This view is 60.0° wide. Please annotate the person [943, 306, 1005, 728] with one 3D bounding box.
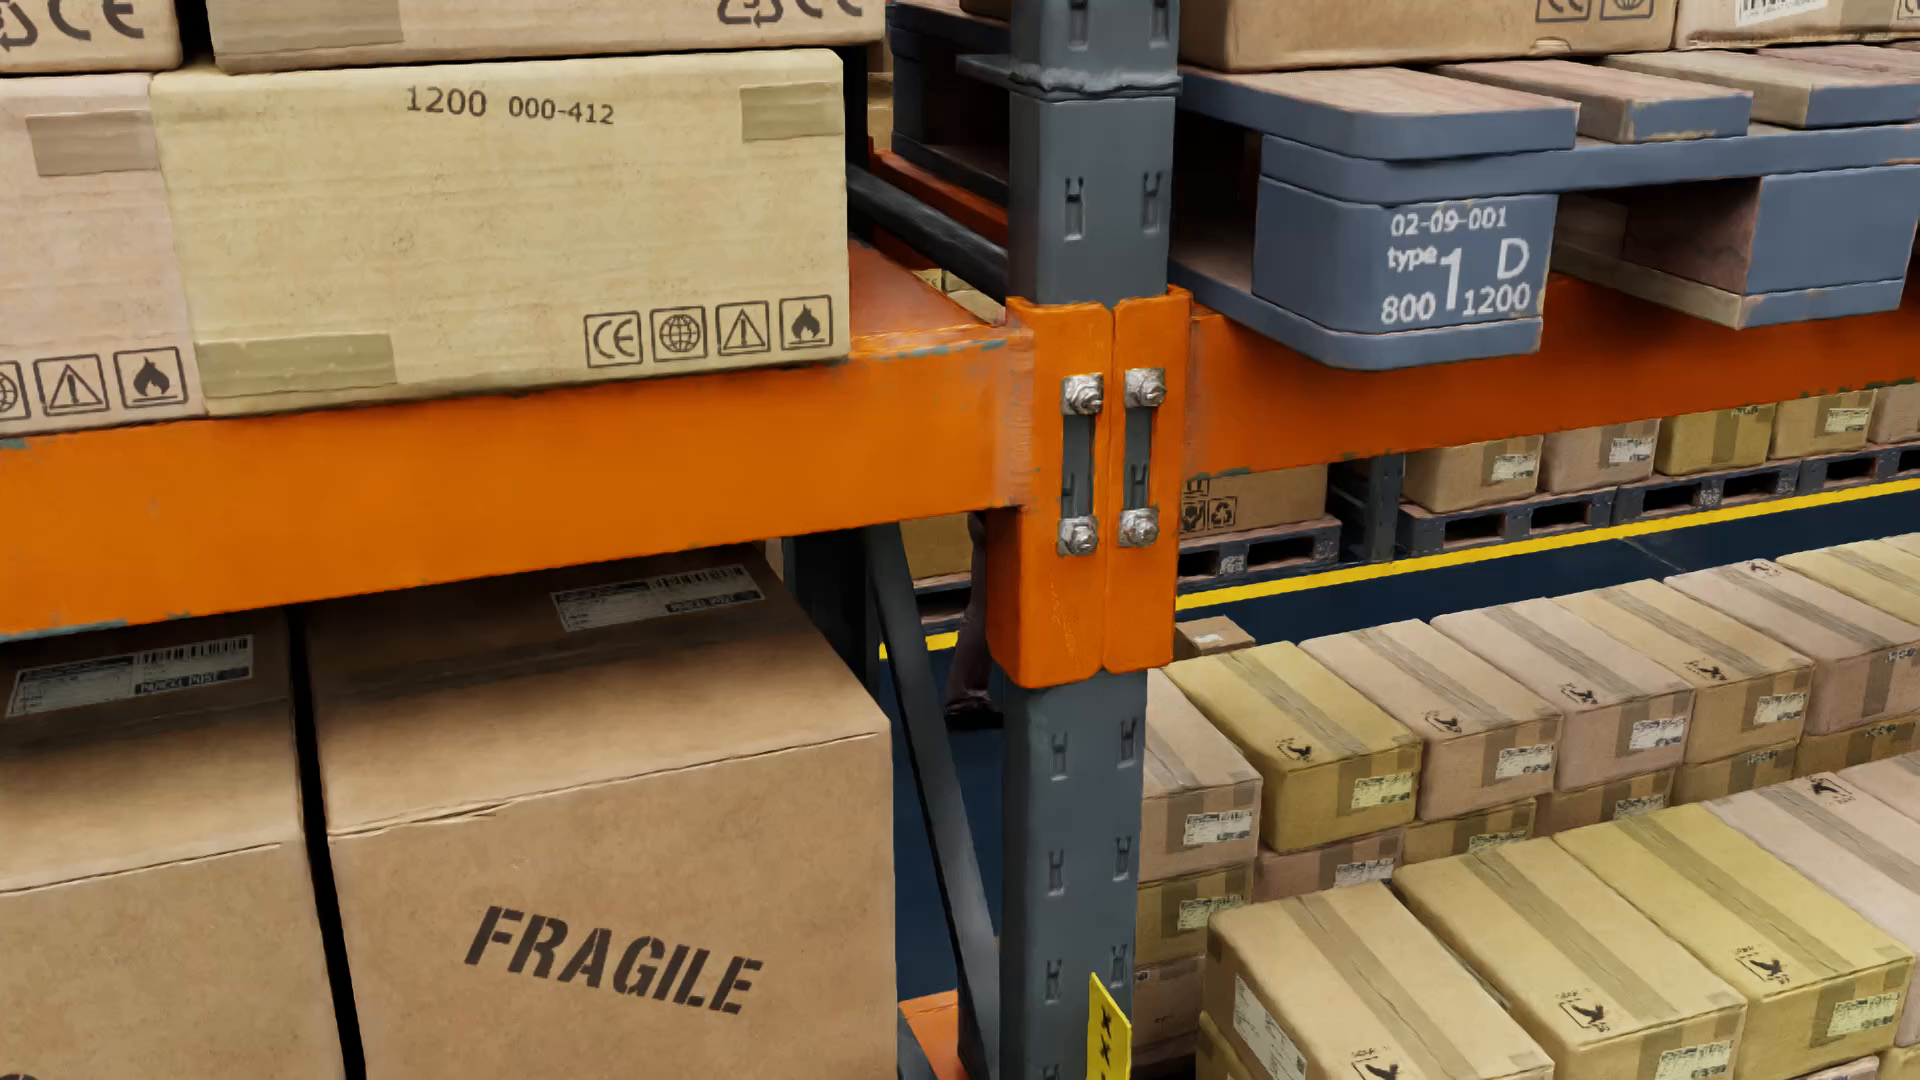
[{"bbox_3d":[0.321,-0.078,6.301,0.777,1.706,0.536,-7,23,-17],"label":"person"}]
